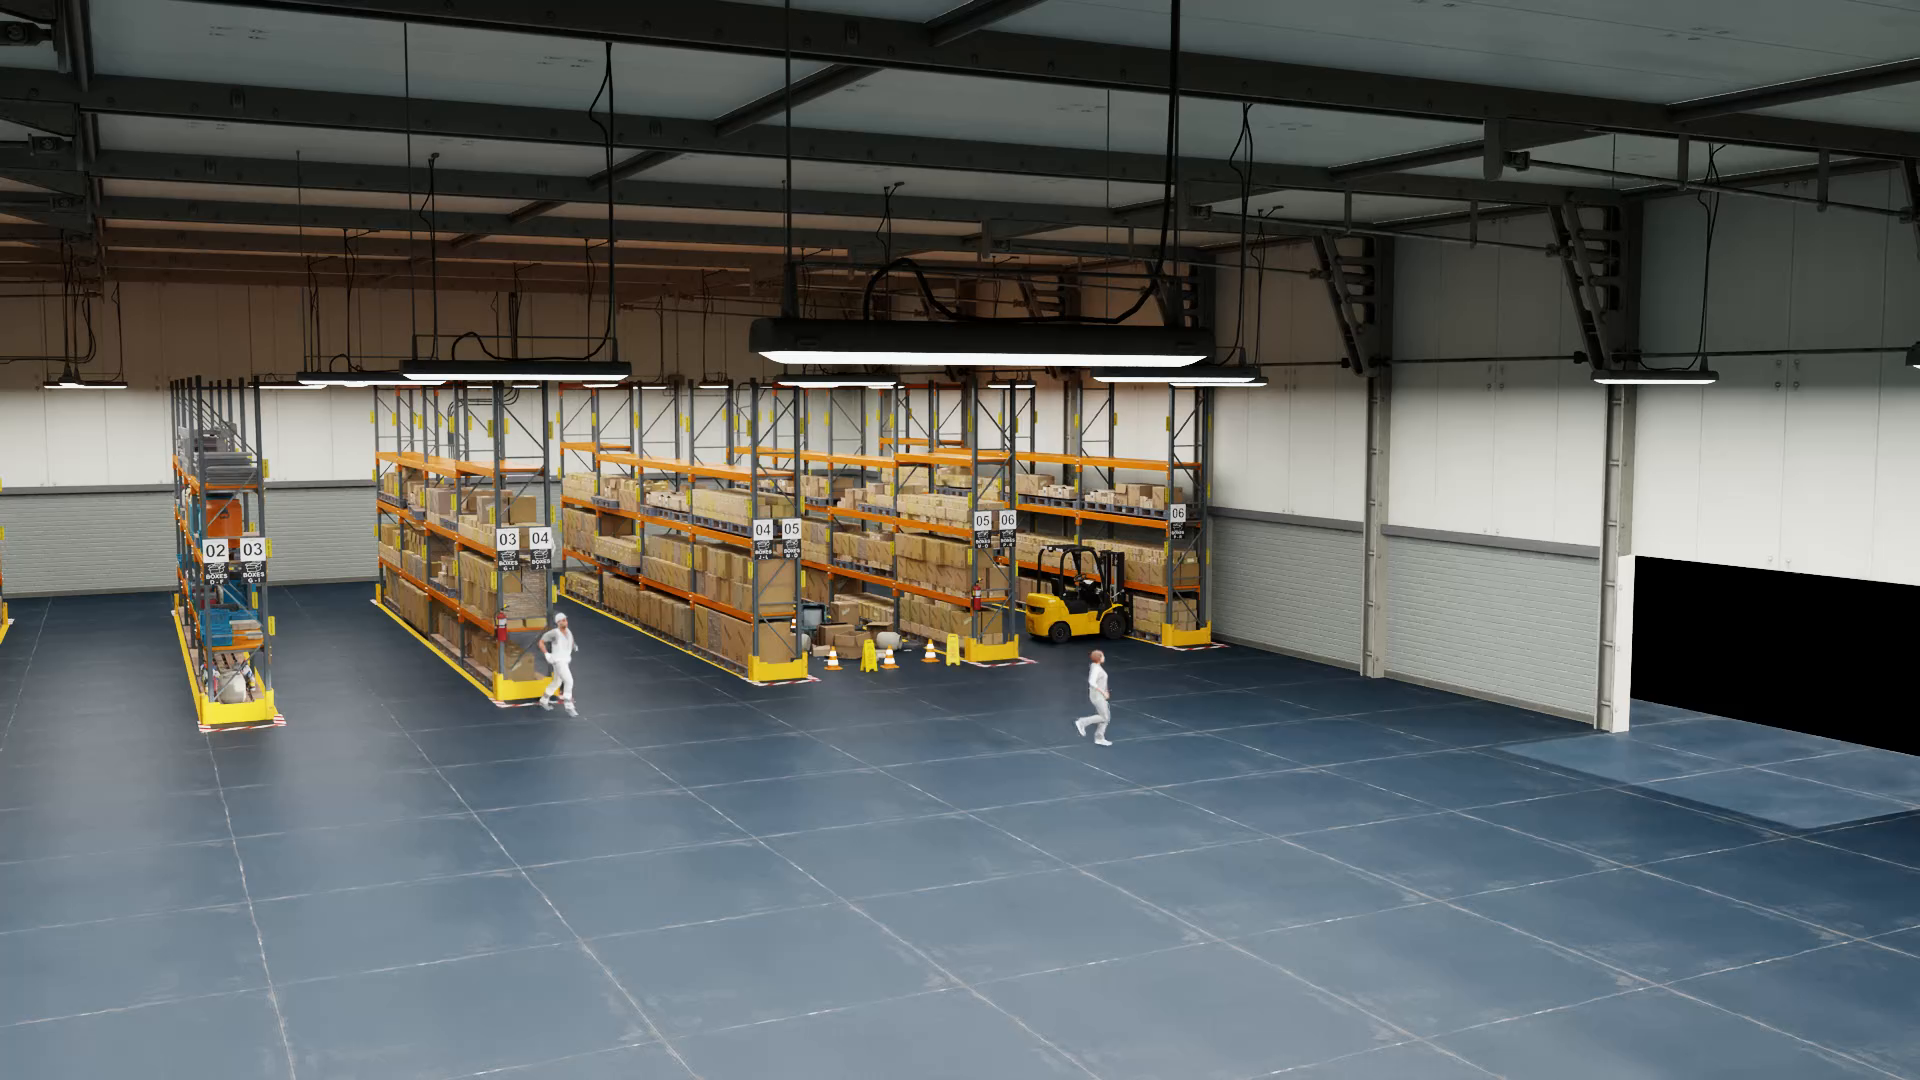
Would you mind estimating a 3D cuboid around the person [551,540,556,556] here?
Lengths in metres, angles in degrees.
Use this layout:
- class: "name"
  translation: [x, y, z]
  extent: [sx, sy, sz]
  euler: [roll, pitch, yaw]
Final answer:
- class: "person"
  translation: [-12.085, 0.568, 47.970]
  extent: [0.765, 1.758, 1.041]
  euler: [4, 7, 40]

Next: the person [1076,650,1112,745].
- class: "person"
  translation: [2.175, 2.564, 26.988]
  extent: [0.591, 1.550, 0.535]
  euler: [0, 5, 3]

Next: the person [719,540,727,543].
- class: "person"
  translation: [-7.199, 0.358, 50.941]
  extent: [0.596, 1.692, 0.714]
  euler: [-1, 5, -10]

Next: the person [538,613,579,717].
- class: "person"
  translation: [-7.096, 2.194, 29.515]
  extent: [0.873, 1.817, 0.658]
  euler: [2, 5, 17]
